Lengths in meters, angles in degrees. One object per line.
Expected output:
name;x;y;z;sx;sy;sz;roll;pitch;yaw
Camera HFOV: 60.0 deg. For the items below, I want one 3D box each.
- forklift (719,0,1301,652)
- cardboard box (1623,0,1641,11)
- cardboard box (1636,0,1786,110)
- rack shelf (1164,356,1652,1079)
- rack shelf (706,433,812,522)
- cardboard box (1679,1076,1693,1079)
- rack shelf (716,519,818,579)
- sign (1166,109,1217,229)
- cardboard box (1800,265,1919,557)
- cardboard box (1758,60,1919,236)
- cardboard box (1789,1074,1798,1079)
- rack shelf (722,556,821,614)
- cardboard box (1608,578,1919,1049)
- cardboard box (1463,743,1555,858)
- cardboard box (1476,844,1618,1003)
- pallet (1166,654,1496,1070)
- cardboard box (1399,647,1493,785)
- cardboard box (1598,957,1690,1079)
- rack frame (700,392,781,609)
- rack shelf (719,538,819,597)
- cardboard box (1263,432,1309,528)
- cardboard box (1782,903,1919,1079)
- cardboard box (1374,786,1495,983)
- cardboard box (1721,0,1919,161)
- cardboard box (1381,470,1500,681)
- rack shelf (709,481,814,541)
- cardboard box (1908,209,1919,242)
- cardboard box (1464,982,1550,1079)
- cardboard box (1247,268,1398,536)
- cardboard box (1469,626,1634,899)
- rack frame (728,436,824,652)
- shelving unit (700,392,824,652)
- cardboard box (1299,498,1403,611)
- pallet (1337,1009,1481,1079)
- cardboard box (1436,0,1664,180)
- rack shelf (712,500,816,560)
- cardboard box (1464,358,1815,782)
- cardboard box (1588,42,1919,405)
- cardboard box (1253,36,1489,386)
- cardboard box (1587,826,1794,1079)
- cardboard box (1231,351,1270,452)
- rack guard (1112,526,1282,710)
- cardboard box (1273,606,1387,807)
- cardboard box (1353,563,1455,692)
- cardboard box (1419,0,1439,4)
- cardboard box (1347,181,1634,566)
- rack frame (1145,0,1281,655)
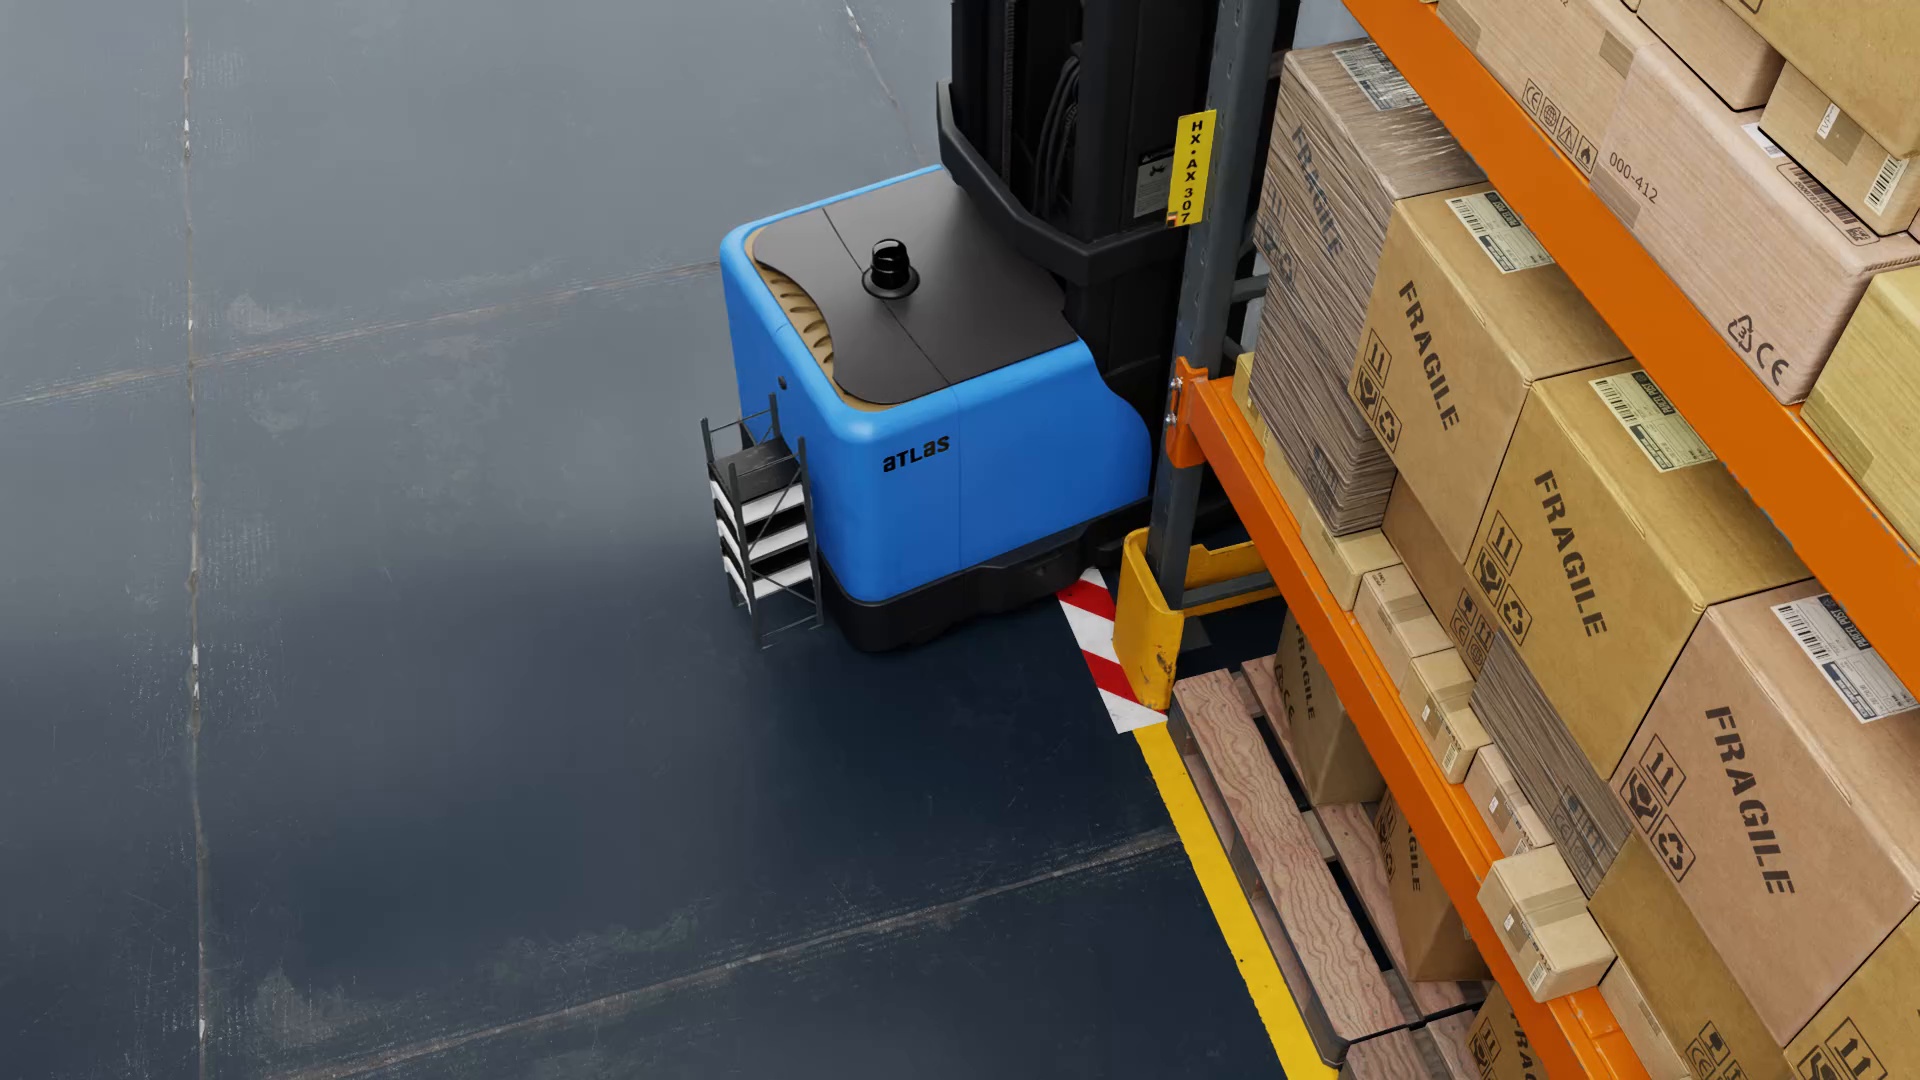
forklift;0.788;-1.393;5.007;3.031;2.935;1.130;-21;53;-17
cardboard box;1.121;-0.936;2.452;0.380;0.149;0.250;-11;51;-10
cardboard box;1.189;-0.757;2.302;0.380;0.149;0.250;-13;51;-11
rack shelf;1.662;0.968;3.443;1.077;0.370;4.000;-13;51;-11
rack shelf;-0.606;-0.189;5.011;0.258;0.077;0.200;-22;53;-18
cardboard box;1.480;1.088;3.035;0.380;0.149;0.250;-13;51;-11
rack shelf;-0.606;-0.015;5.218;0.258;0.077;0.200;-22;53;-18
sign;0.553;-0.881;3.965;0.100;0.325;0.005;-13;51;-11
cardboard box;1.426;-0.116;2.022;0.500;0.250;0.500;-12;51;-10
cardboard box;1.284;-0.561;2.136;0.380;0.149;0.250;-15;52;-13
cardboard box;1.822;1.010;2.676;0.875;0.500;0.500;-13;51;-11
rack shelf;-0.606;0.101;5.355;0.258;0.077;0.200;-22;53;-18
cardboard box;1.417;0.384;2.551;0.500;0.500;0.500;-13;51;-11
cardboard box;1.304;0.530;3.506;0.380;0.149;0.250;-13;51;-11
cardboard box;1.278;0.736;3.332;0.380;0.149;0.250;-13;51;-11
pallet;1.300;0.831;4.912;1.003;0.211;1.213;-13;51;-11
cardboard box;1.204;0.353;3.655;0.380;0.149;0.250;-13;51;-11
cardboard box;1.479;0.888;3.204;0.380;0.149;0.250;-13;51;-11
rack frame;-0.654;-0.105;5.250;0.240;0.900;0.006;-22;53;-18
rack shelf;-0.606;0.043;5.287;0.258;0.077;0.200;-22;53;-18
cardboard box;0.983;-0.195;4.117;0.380;0.149;0.250;-13;51;-11
cardboard box;1.562;0.749;2.242;0.500;0.500;0.500;-13;51;-11
cardboard box;1.449;0.834;4.445;0.500;0.500;0.500;-2;50;-1
cardboard box;1.252;-0.836;1.944;0.500;0.500;0.500;-14;51;-11
cardboard box;1.470;-0.107;3.618;0.875;0.500;0.500;-13;51;-11
rack shelf;-0.606;-0.131;5.080;0.258;0.077;0.200;-22;53;-18
cardboard box;1.402;-0.389;1.992;0.380;0.149;0.250;-14;51;-11
cardboard box;1.616;1.296;4.056;0.500;0.500;0.500;-9;50;-8
cardboard box;1.207;-0.445;3.903;0.875;0.500;0.500;-13;51;-11
cardboard box;1.576;0.268;3.302;0.875;0.500;0.500;-13;51;-11
rack frame;-0.558;0.032;5.135;0.240;0.900;0.006;-22;53;-18
shelving unit;-0.606;-0.037;5.192;0.258;0.900;0.210;-22;53;-18
cardboard box;1.043;-0.009;3.960;0.380;0.149;0.250;-13;51;-11
pallet;1.657;1.720;4.162;1.003;0.211;1.213;-13;51;-11
cardboard box;1.125;-0.858;2.647;0.500;0.250;0.500;-14;51;-12
rack shelf;-0.606;-0.073;5.149;0.258;0.077;0.200;-22;53;-18
cardboard box;1.264;0.020;2.858;0.500;0.500;0.500;-13;51;-11
cardboard box;1.268;-0.495;2.342;0.500;0.250;0.500;-13;51;-11
cardboard box;0.973;-0.712;3.474;0.500;0.500;0.500;-13;51;-11
cardboard box;1.713;0.636;2.992;0.875;0.500;0.500;-13;51;-11
cardboard box;0.928;-0.382;4.274;0.380;0.149;0.250;-13;51;-11
rack guard;1.093;0.136;5.308;1.175;0.500;0.348;-13;51;-11
cardboard box;1.240;0.405;4.807;0.500;0.500;0.500;-5;50;-4
cardboard box;1.136;0.169;3.810;0.380;0.149;0.250;-13;51;-11
cardboard box;0.967;-1.233;2.964;0.500;0.250;0.500;-12;51;-10
cardboard box;1.114;-0.345;3.165;0.500;0.500;0.500;-13;51;-11
rack frame;1.071;-0.725;4.399;1.000;3.000;0.127;-13;51;-11
